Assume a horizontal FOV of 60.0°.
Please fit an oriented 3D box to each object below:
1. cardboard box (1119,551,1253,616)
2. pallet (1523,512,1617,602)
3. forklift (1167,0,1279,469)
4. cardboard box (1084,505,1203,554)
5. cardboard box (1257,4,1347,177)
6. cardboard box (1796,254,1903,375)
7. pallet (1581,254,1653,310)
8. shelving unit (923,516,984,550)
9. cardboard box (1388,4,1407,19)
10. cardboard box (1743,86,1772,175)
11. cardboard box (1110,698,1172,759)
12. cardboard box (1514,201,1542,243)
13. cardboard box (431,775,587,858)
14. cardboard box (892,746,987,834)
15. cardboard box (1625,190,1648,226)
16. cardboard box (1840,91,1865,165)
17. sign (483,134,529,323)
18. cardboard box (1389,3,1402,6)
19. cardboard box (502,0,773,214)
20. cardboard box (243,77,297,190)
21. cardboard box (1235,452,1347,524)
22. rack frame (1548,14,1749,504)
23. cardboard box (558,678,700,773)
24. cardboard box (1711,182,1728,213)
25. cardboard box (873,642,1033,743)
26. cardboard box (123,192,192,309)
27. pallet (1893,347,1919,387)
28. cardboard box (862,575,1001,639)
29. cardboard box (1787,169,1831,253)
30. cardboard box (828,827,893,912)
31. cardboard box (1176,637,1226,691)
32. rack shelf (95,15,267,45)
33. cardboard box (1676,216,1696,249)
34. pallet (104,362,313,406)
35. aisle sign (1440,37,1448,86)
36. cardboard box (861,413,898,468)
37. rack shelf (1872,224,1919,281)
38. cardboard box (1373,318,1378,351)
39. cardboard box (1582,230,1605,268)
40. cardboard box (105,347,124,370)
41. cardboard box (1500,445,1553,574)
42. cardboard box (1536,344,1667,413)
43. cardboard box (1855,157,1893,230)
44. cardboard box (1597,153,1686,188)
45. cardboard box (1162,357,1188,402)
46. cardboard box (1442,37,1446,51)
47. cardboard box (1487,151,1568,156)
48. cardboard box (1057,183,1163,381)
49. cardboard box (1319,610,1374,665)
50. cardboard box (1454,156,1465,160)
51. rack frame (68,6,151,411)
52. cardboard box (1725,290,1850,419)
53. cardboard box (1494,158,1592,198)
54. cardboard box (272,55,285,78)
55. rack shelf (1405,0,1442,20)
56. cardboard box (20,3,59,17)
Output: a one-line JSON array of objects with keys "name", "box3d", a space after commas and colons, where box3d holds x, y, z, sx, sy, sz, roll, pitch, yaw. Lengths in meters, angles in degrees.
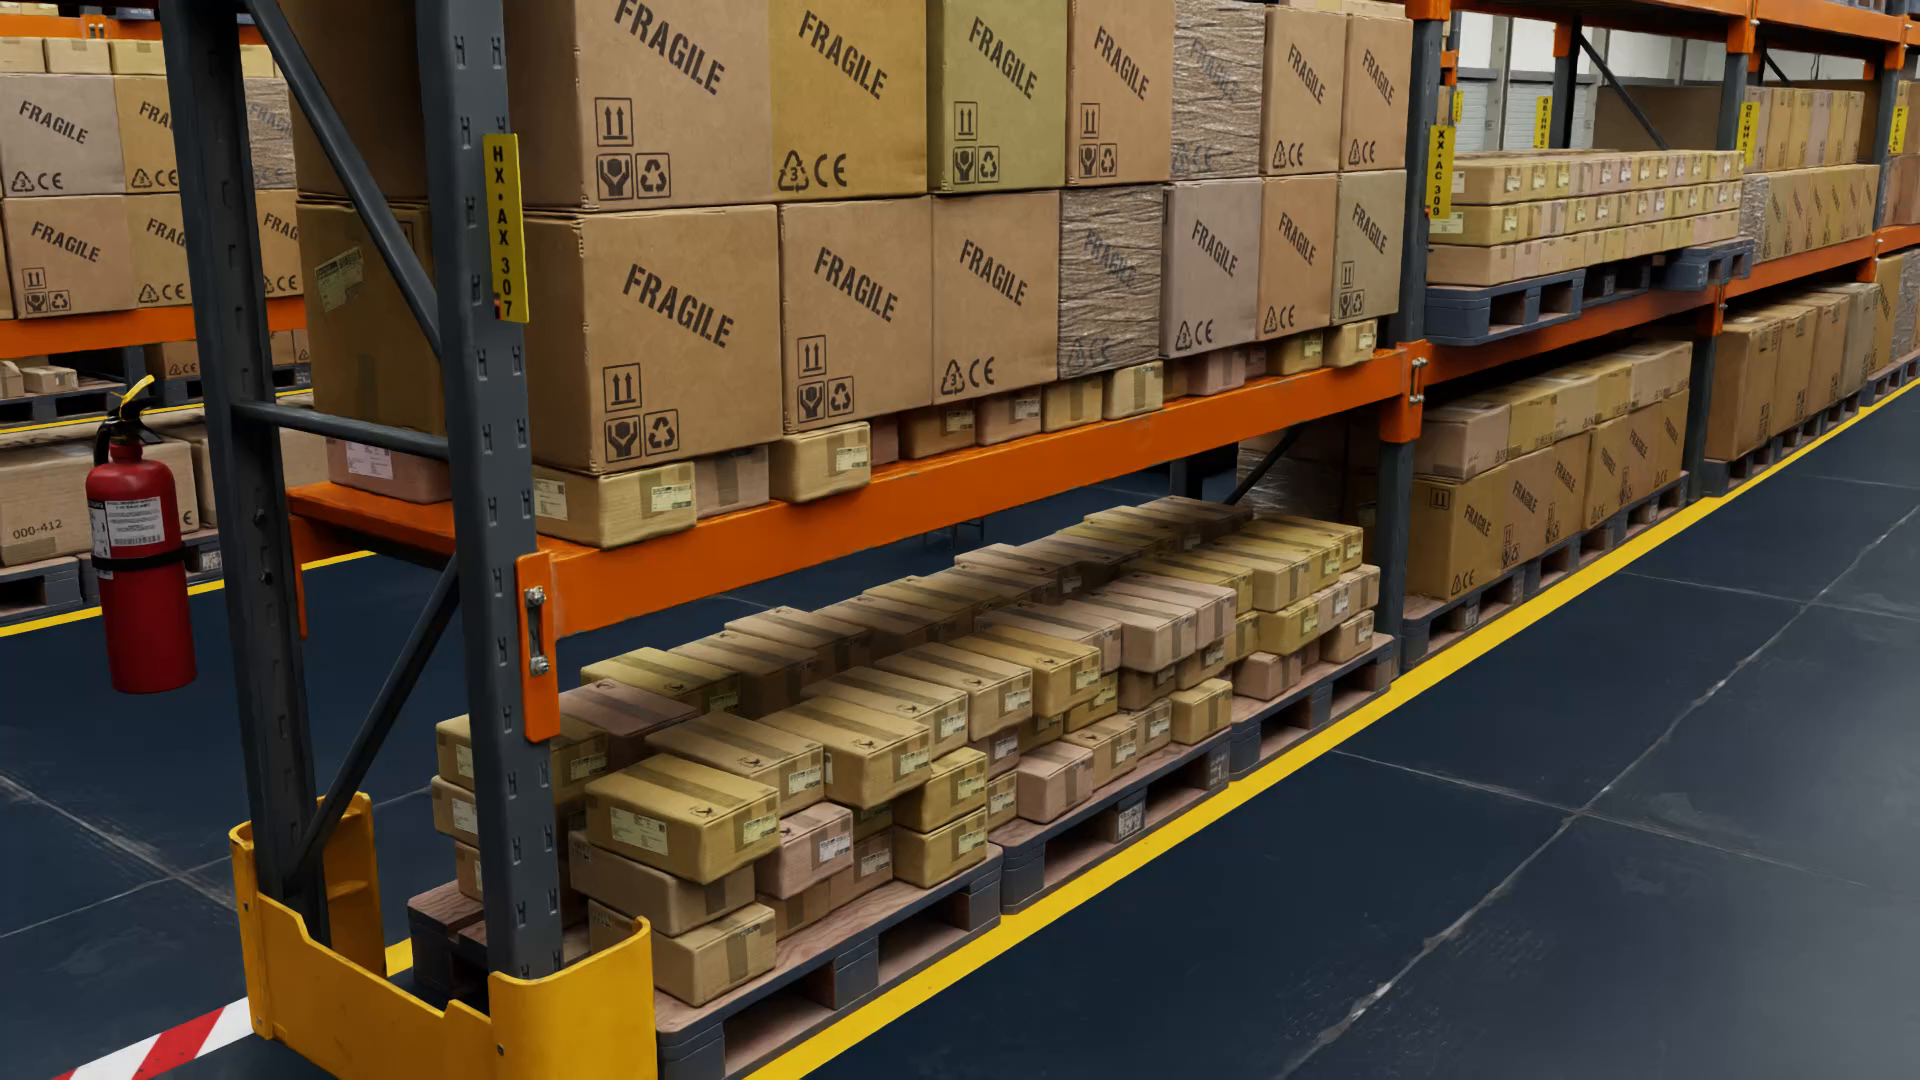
[{"name": "cardboard box", "box3d": [0.763, 0.160, 5.629, 0.380, 0.149, 0.250, 12, 19, 39]}, {"name": "pallet", "box3d": [2.543, -0.012, 8.241, 1.003, 0.211, 1.213, 11, 18, 38]}, {"name": "forklift", "box3d": [1.809, -2.172, 11.220, 1.130, 2.935, 3.031, 8, 16, 30]}, {"name": "cardboard box", "box3d": [0.692, -0.012, 6.307, 0.380, 0.149, 0.250, 12, 19, 40]}, {"name": "cardboard box", "box3d": [0.883, -1.425, 5.302, 0.500, 0.500, 0.500, 11, 18, 36]}, {"name": "cardboard box", "box3d": [6.767, -1.795, 13.059, 0.875, 0.875, 0.875, 12, 18, 38]}, {"name": "pallet", "box3d": [2.591, -1.267, 7.908, 1.003, 0.211, 1.213, 11, 18, 38]}, {"name": "shelving unit", "box3d": [-0.034, -0.499, 8.453, 0.215, 1.050, 0.252, 11, 18, 38]}, {"name": "cardboard box", "box3d": [4.166, -5.214, 16.662, 0.500, 0.250, 0.500, 12, 18, 39]}, {"name": "cardboard box", "box3d": [4.410, -2.460, 9.981, 0.700, 0.500, 0.500, 11, 18, 37]}, {"name": "cardboard box", "box3d": [0.441, 0.564, 5.246, 0.380, 0.149, 0.250, 12, 18, 39]}, {"name": "cardboard box", "box3d": [2.055, -1.260, 6.542, 0.380, 0.149, 0.250, 11, 18, 36]}, {"name": "cardboard box", "box3d": [-1.116, 0.675, 4.205, 0.380, 0.149, 0.250, 11, 18, 36]}, {"name": "cardboard box", "box3d": [-0.150, 0.623, 4.410, 0.380, 0.149, 0.250, 12, 19, 39]}, {"name": "cardboard box", "box3d": [2.875, -1.510, 7.526, 0.380, 0.149, 0.250, 11, 18, 36]}, {"name": "cardboard box", "box3d": [6.009, -2.949, 11.904, 0.700, 0.500, 0.500, 11, 18, 37]}, {"name": "sign", "box3d": [-0.803, -0.549, 2.934, 0.100, 0.325, 0.005, 11, 18, 38]}, {"name": "cardboard box", "box3d": [4.237, -5.451, 16.786, 0.380, 0.149, 0.250, 11, 18, 38]}, {"name": "cardboard box", "box3d": [-0.737, -0.936, 3.376, 0.500, 0.500, 0.500, 11, 18, 37]}, {"name": "cardboard box", "box3d": [-3.345, -1.931, 7.899, 0.500, 0.500, 0.500, 12, 18, 38]}, {"name": "cardboard box", "box3d": [1.558, -0.152, 7.354, 0.500, 0.500, 0.500, 11, 18, 36]}, {"name": "rack frame", "box3d": [3.803, -1.745, 9.402, 1.000, 3.000, 0.127, 11, 18, 38]}, {"name": "cardboard box", "box3d": [-0.887, 0.497, 4.305, 0.380, 0.149, 0.250, 12, 18, 39]}, {"name": "cardboard box", "box3d": [3.680, -1.755, 8.492, 0.380, 0.149, 0.250, 12, 19, 40]}, {"name": "cardboard box", "box3d": [-0.021, 0.417, 4.619, 0.380, 0.149, 0.250, 12, 19, 40]}, {"name": "cardboard box", "box3d": [-3.682, -1.350, 7.643, 0.500, 0.500, 0.500, 12, 19, 39]}, {"name": "pallet", "box3d": [7.622, -1.528, 14.210, 1.003, 0.211, 1.213, 11, 18, 38]}, {"name": "cardboard box", "box3d": [-0.091, 0.240, 5.316, 0.380, 0.149, 0.250, 11, 18, 38]}, {"name": "cardboard box", "box3d": [5.244, -2.128, 10.703, 0.500, 0.500, 0.500, 11, 18, 37]}, {"name": "cardboard box", "box3d": [-0.395, 0.803, 4.309, 0.380, 0.149, 0.250, 12, 18, 38]}, {"name": "cardboard box", "box3d": [0.644, 0.357, 5.460, 0.380, 0.149, 0.250, 12, 18, 39]}, {"name": "rack shelf", "box3d": [-5.231, -3.982, 13.573, 1.077, 0.370, 4.000, 11, 18, 38]}, {"name": "cardboard box", "box3d": [3.372, -1.518, 8.163, 0.380, 0.149, 0.250, 11, 18, 37]}, {"name": "pallet", "box3d": [-6.006, -1.304, 13.326, 1.003, 0.211, 1.213, 11, 18, 38]}, {"name": "aisle sign", "box3d": [5.182, -5.251, 17.922, 0.394, 0.787, 0.004, 11, 18, 38]}, {"name": "cardboard box", "box3d": [-0.372, -0.272, 4.113, 0.380, 0.149, 0.250, 12, 19, 40]}, {"name": "rack shelf", "box3d": [7.574, -2.546, 14.013, 1.077, 0.370, 4.000, 11, 18, 38]}, {"name": "cardboard box", "box3d": [1.291, -0.767, 6.059, 0.380, 0.149, 0.250, 11, 18, 37]}, {"name": "cardboard box", "box3d": [2.542, -1.263, 7.162, 0.380, 0.149, 0.250, 10, 18, 35]}, {"name": "cardboard box", "box3d": [-6.409, -1.625, 13.153, 0.500, 0.500, 0.500, 11, 18, 37]}, {"name": "cardboard box", "box3d": [2.291, -0.174, 7.438, 0.500, 0.500, 0.500, 12, 19, 40]}, {"name": "cardboard box", "box3d": [3.268, -0.831, 8.503, 0.500, 0.250, 0.500, 12, 18, 38]}, {"name": "cardboard box", "box3d": [6.539, -2.657, 12.684, 0.875, 0.550, 0.550, 11, 18, 38]}, {"name": "cardboard box", "box3d": [3.206, -1.756, 7.892, 0.380, 0.149, 0.250, 11, 18, 38]}, {"name": "cardboard box", "box3d": [0.470, -0.516, 5.072, 0.380, 0.149, 0.250, 11, 18, 37]}, {"name": "cardboard box", "box3d": [4.911, -5.245, 17.594, 0.380, 0.149, 0.250, 11, 18, 38]}, {"name": "cardboard box", "box3d": [2.870, -1.908, 8.492, 0.380, 0.149, 0.250, 10, 18, 35]}, {"name": "cardboard box", "box3d": [0.222, -0.746, 4.661, 0.500, 0.500, 0.500, 11, 18, 36]}, {"name": "cardboard box", "box3d": [1.307, 0.327, 6.182, 0.380, 0.149, 0.250, 12, 18, 38]}, {"name": "cardboard box", "box3d": [2.043, -1.654, 7.492, 0.380, 0.149, 0.250, 11, 18, 36]}, {"name": "rack frame", "box3d": [-6.488, -2.494, 12.346, 1.000, 3.000, 0.127, 11, 18, 38]}, {"name": "cardboard box", "box3d": [5.387, -1.308, 11.395, 1.050, 0.750, 0.750, 11, 18, 38]}, {"name": "cardboard box", "box3d": [2.387, -1.504, 6.901, 0.380, 0.149, 0.250, 11, 18, 37]}, {"name": "cardboard box", "box3d": [-3.260, -2.281, 7.957, 0.380, 0.149, 0.250, 11, 18, 37]}, {"name": "rack shelf", "box3d": [0.032, -1.702, 4.598, 1.077, 0.370, 4.000, 11, 18, 38]}, {"name": "cardboard box", "box3d": [-6.484, -3.711, 11.557, 0.380, 0.149, 0.250, 11, 18, 37]}]
